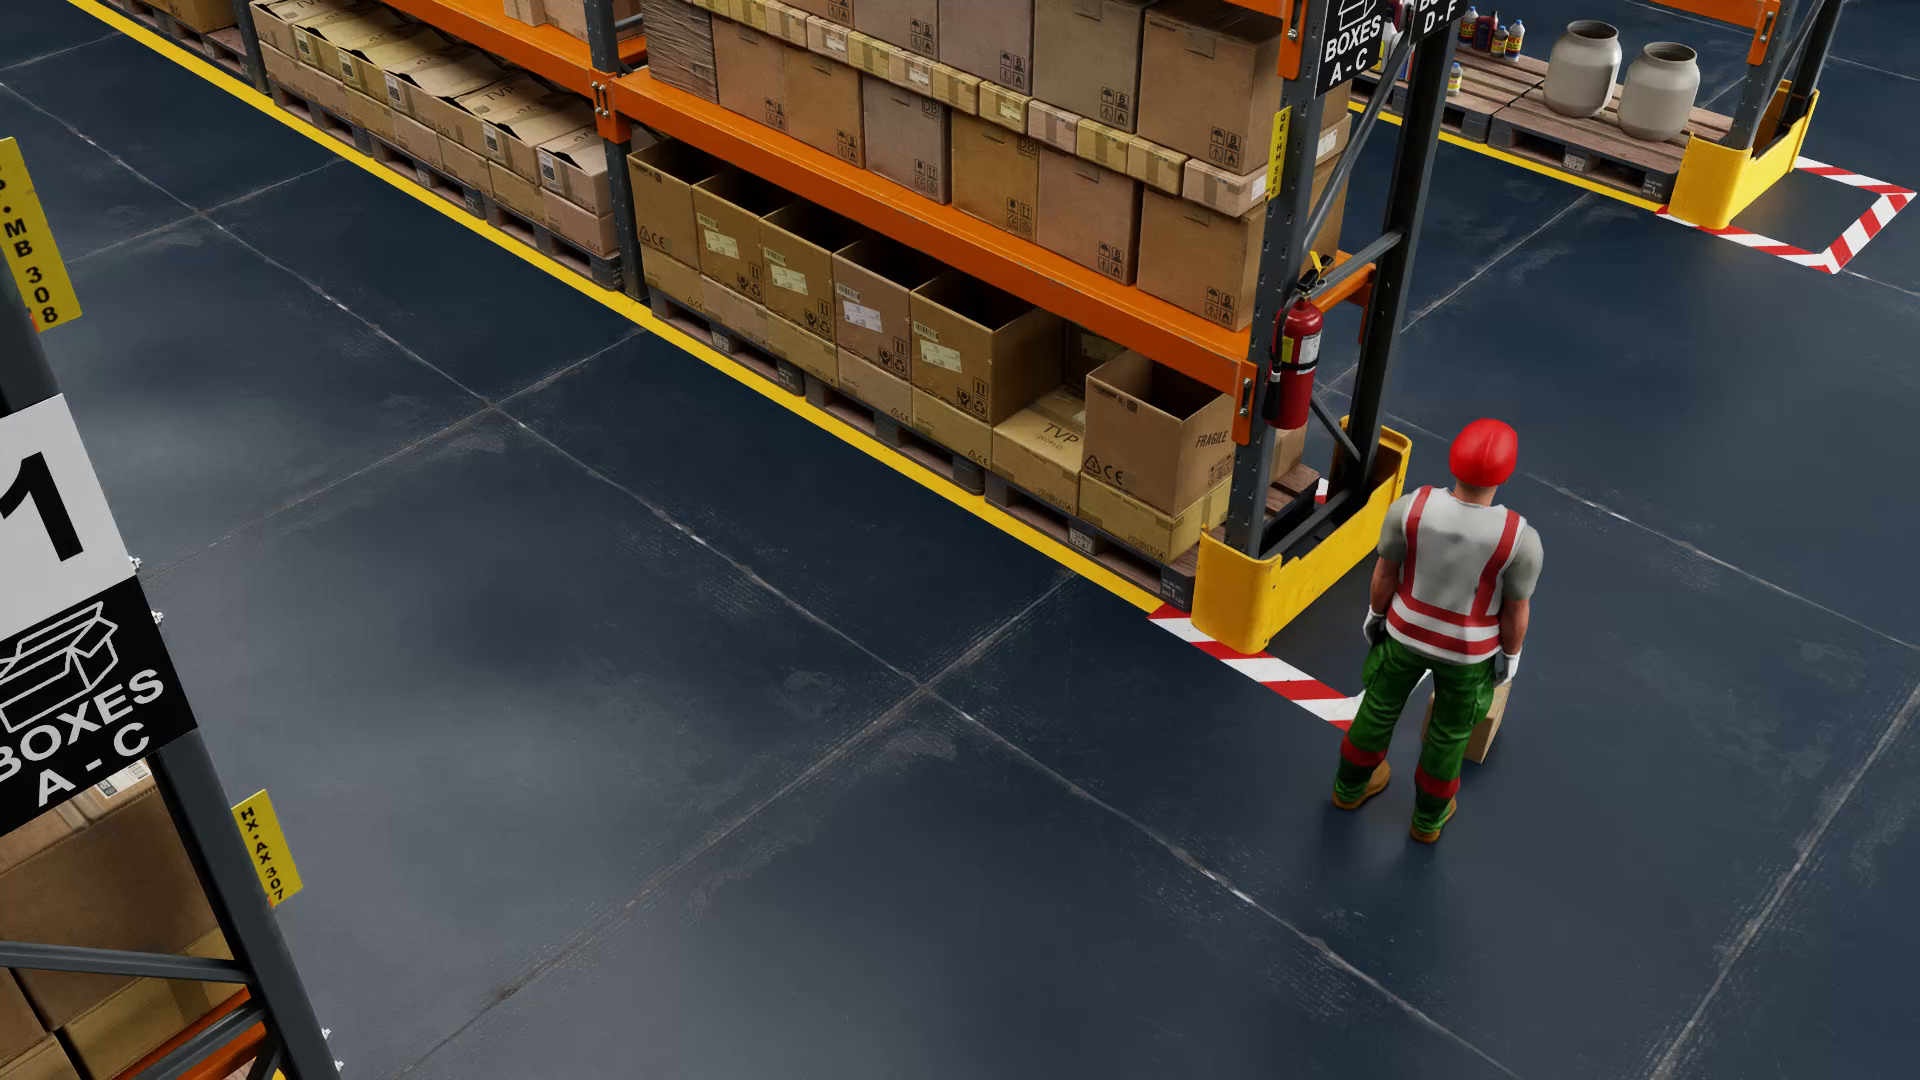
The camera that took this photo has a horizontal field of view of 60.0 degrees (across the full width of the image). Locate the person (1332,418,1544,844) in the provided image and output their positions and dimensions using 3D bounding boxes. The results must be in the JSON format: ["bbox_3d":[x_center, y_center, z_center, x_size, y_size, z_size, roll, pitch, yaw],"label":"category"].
[{"bbox_3d":[1.664,0.322,5.734,0.534,1.792,0.350,21,43,23],"label":"person"}]
